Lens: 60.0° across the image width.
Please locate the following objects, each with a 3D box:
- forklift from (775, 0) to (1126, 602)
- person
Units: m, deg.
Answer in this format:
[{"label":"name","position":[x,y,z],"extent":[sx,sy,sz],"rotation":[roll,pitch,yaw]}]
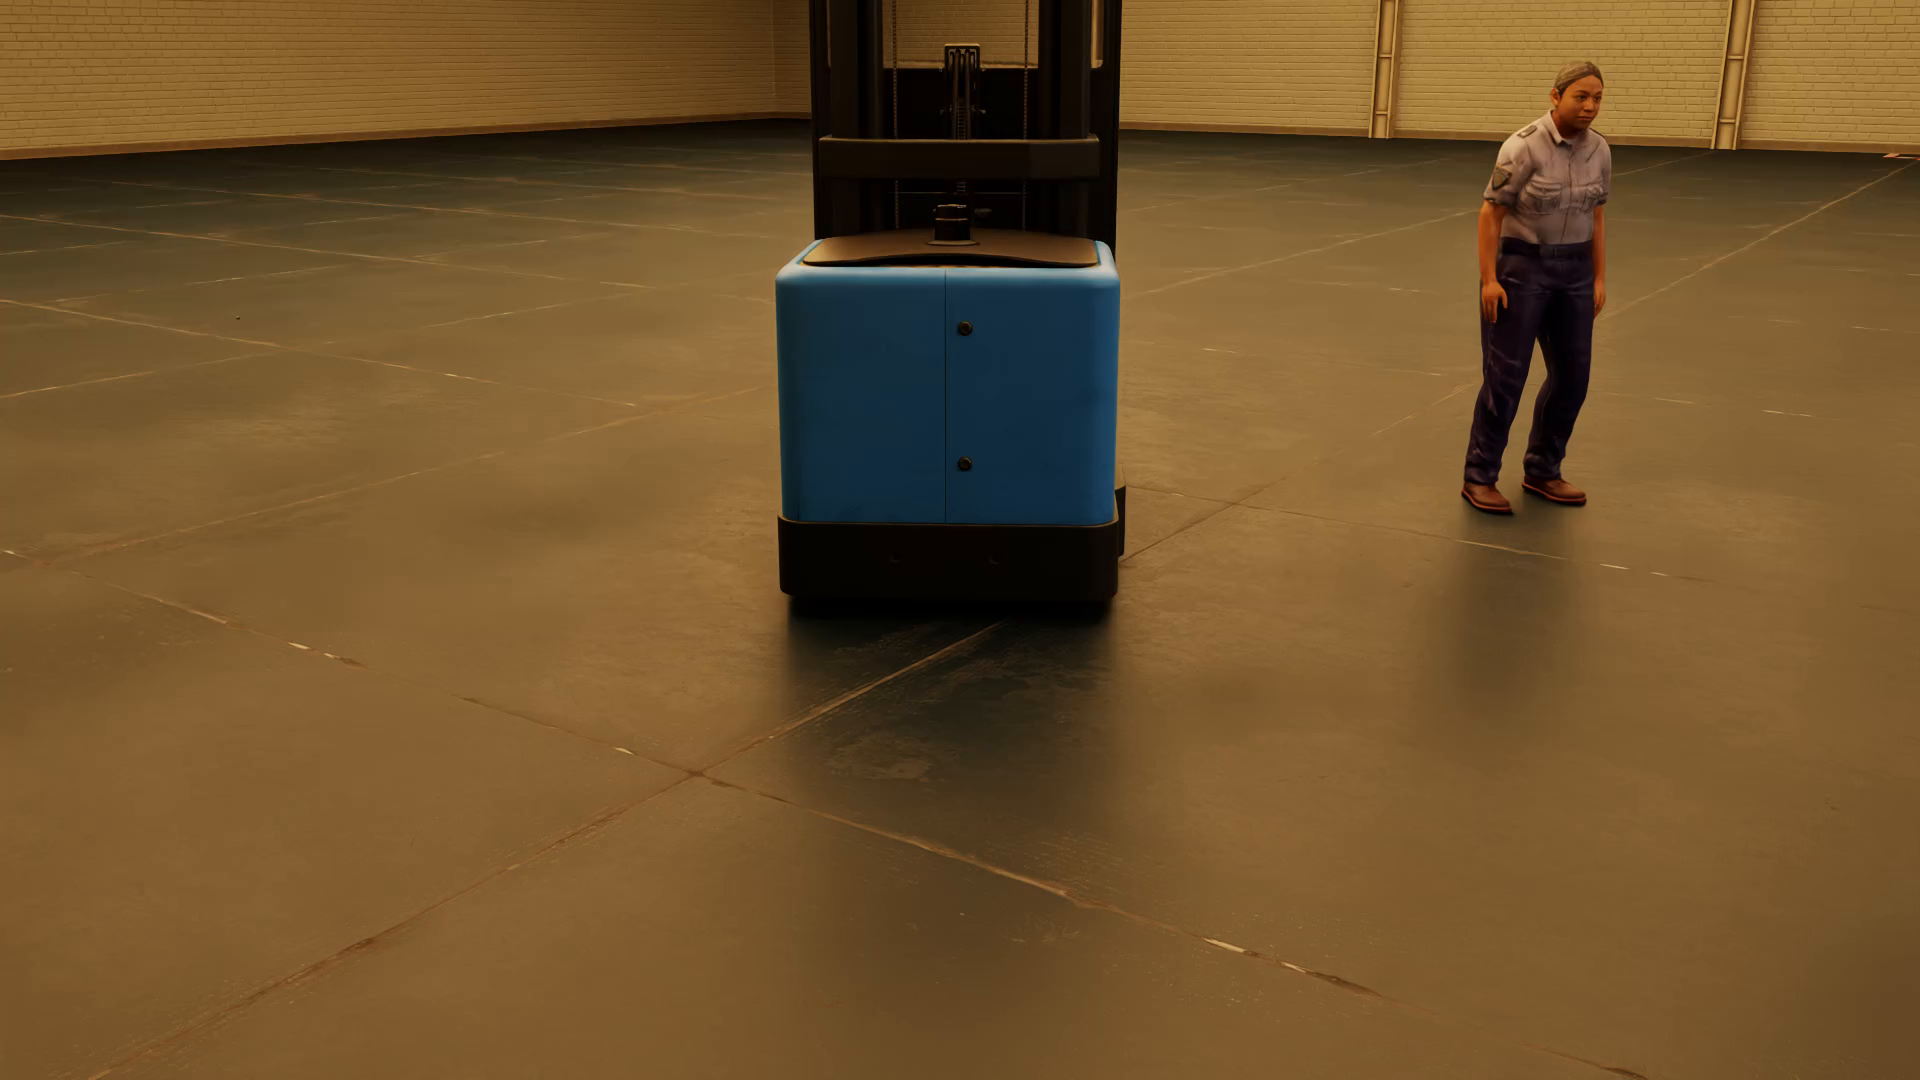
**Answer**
[{"label":"forklift","position":[0.031,-1.584,6.131],"extent":[1.130,2.935,3.031],"rotation":[1,17,3]},{"label":"person","position":[2.196,-0.947,6.262],"extent":[0.542,1.638,0.382],"rotation":[-5,17,-16]}]
